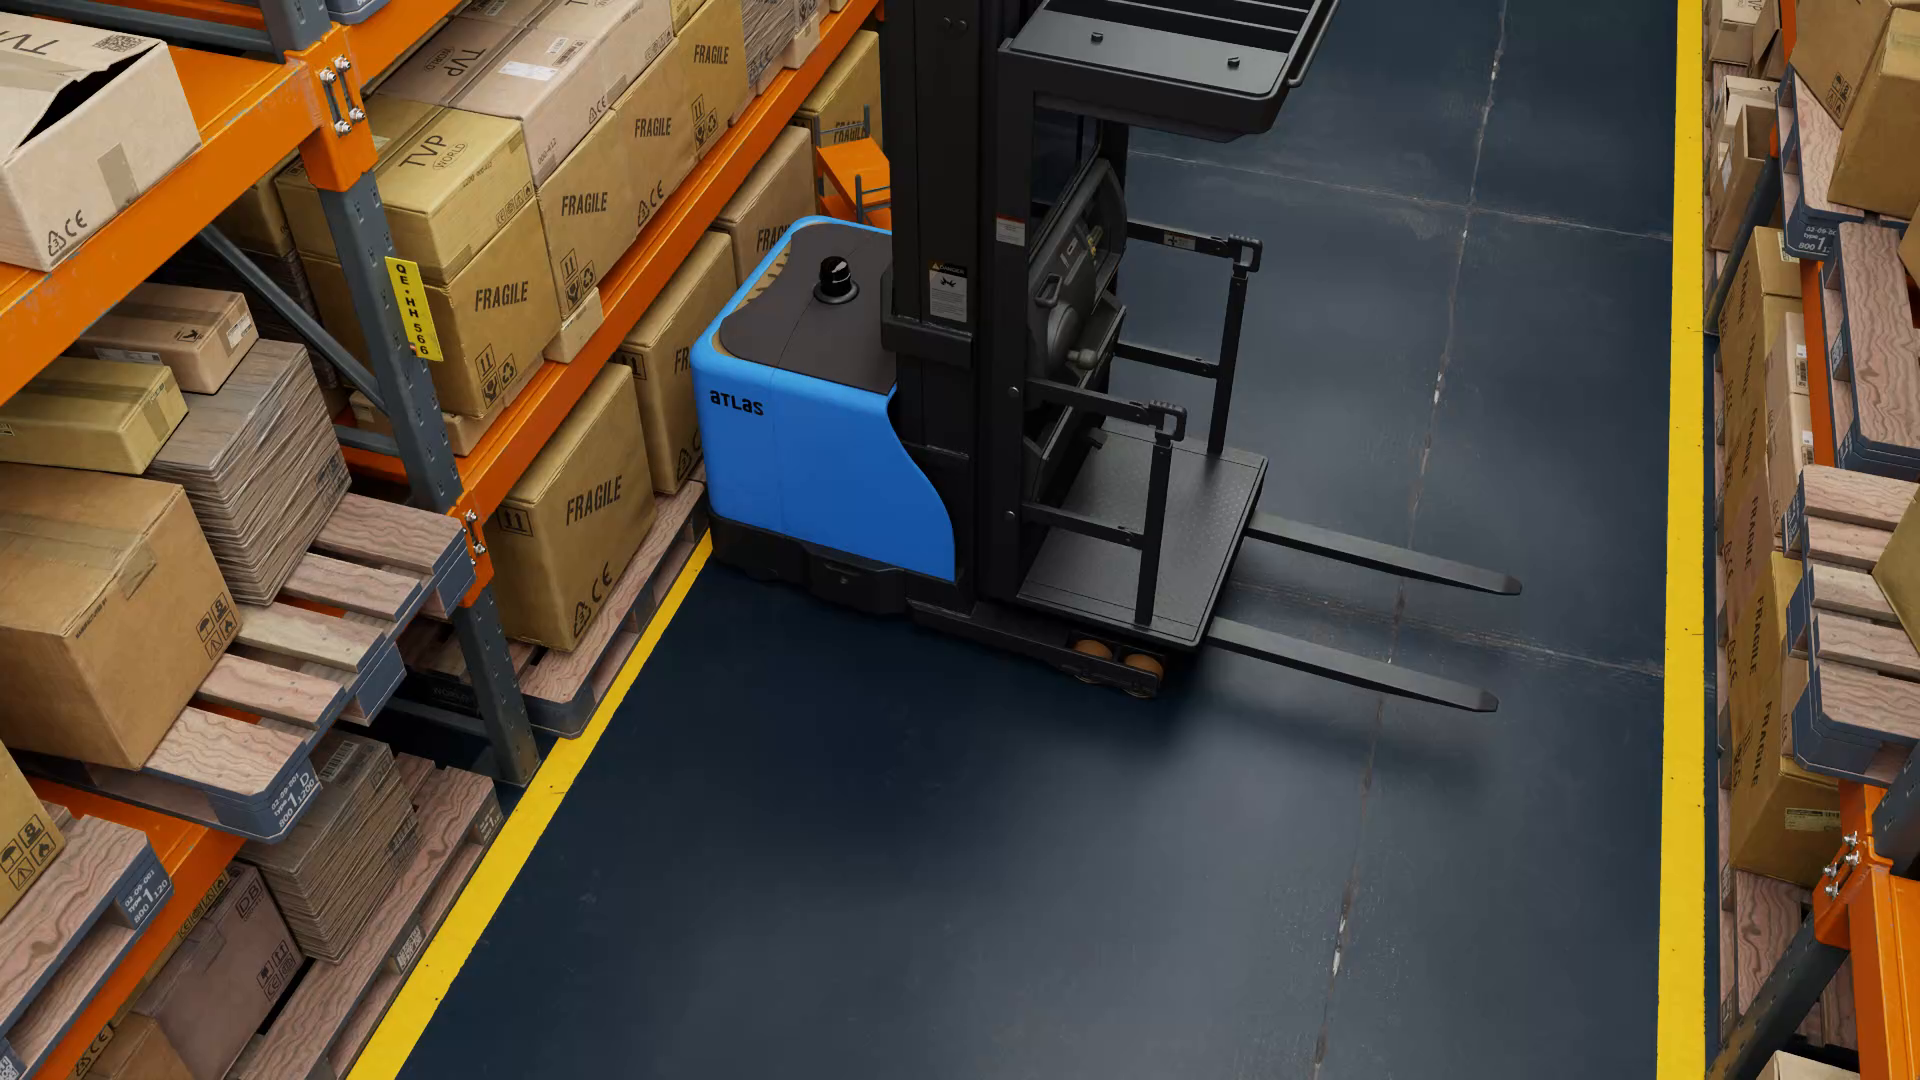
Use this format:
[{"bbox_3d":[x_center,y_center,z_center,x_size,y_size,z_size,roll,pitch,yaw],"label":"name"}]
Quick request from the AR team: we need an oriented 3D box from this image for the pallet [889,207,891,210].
[{"bbox_3d":[-0.938,-1.479,8.111,1.003,0.211,1.213,13,46,13],"label":"pallet"}]

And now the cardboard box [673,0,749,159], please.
[{"bbox_3d":[-1.127,-1.785,6.131,0.500,0.500,0.500,14,46,14],"label":"cardboard box"}]

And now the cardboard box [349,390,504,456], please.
[{"bbox_3d":[-1.667,-0.428,5.208,0.380,0.149,0.250,12,46,12],"label":"cardboard box"}]

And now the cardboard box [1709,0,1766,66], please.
[{"bbox_3d":[4.420,-2.831,9.150,0.500,0.250,0.500,13,46,13],"label":"cardboard box"}]

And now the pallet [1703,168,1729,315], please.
[{"bbox_3d":[4.155,-1.420,8.051,1.003,0.211,1.213,13,46,13],"label":"pallet"}]

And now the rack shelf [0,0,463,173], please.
[{"bbox_3d":[-1.381,-2.488,5.517,1.077,0.370,4.000,13,46,13],"label":"rack shelf"}]

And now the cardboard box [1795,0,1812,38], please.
[{"bbox_3d":[3.853,-2.383,6.969,0.500,0.500,0.500,13,46,13],"label":"cardboard box"}]

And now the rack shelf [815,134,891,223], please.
[{"bbox_3d":[-0.393,-1.461,6.823,0.258,0.148,0.480,-17,47,-16],"label":"rack shelf"}]

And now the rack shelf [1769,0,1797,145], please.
[{"bbox_3d":[4.552,-3.035,8.222,1.077,0.370,4.000,13,46,13],"label":"rack shelf"}]

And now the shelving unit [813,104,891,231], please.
[{"bbox_3d":[-0.393,-1.180,7.098,0.258,1.200,0.503,-17,47,-16],"label":"shelving unit"}]

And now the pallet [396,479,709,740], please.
[{"bbox_3d":[-1.677,0.147,6.449,1.003,0.211,1.213,13,46,13],"label":"pallet"}]

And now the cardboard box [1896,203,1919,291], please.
[{"bbox_3d":[3.470,-0.955,5.209,0.700,0.500,0.500,2,44,2],"label":"cardboard box"}]

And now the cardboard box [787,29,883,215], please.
[{"bbox_3d":[-0.849,-1.927,7.811,0.750,0.750,0.750,13,46,13],"label":"cardboard box"}]

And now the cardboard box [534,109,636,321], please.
[{"bbox_3d":[-1.429,-1.106,5.437,0.500,0.500,0.500,14,46,14],"label":"cardboard box"}]

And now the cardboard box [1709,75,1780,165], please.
[{"bbox_3d":[4.076,-2.095,8.355,0.500,0.311,0.500,13,46,13],"label":"cardboard box"}]

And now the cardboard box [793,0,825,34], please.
[{"bbox_3d":[-0.820,-2.452,6.813,0.500,0.500,0.500,13,46,13],"label":"cardboard box"}]

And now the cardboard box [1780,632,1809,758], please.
[{"bbox_3d":[2.808,0.463,5.068,0.500,0.250,0.500,14,46,14],"label":"cardboard box"}]

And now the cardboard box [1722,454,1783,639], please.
[{"bbox_3d":[3.105,0.074,6.002,0.500,0.500,0.500,11,45,11],"label":"cardboard box"}]

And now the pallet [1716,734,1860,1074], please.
[{"bbox_3d":[2.997,1.214,5.359,1.003,0.211,1.213,13,46,13],"label":"pallet"}]

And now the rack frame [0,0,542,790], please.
[{"bbox_3d":[-1.987,-0.340,4.953,1.000,3.000,0.127,13,46,13],"label":"rack frame"}]

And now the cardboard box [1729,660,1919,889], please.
[{"bbox_3d":[2.795,0.770,5.291,0.500,0.500,0.500,14,46,14],"label":"cardboard box"}]

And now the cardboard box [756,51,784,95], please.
[{"bbox_3d":[-0.945,-1.964,6.778,0.380,0.149,0.250,13,46,13],"label":"cardboard box"}]

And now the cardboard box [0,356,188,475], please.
[{"bbox_3d":[-2.146,-0.311,4.073,0.380,0.149,0.250,6,45,6],"label":"cardboard box"}]

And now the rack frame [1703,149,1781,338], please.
[{"bbox_3d":[3.946,-1.959,6.608,1.000,3.000,0.127,13,46,13],"label":"rack frame"}]

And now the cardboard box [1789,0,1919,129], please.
[{"bbox_3d":[3.590,-1.877,6.152,0.700,0.500,0.500,-1,44,-1],"label":"cardboard box"}]

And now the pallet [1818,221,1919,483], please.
[{"bbox_3d":[3.320,-0.522,5.276,1.003,0.211,1.213,13,46,13],"label":"pallet"}]

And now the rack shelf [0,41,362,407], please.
[{"bbox_3d":[-2.593,0.178,2.793,1.077,0.370,4.000,13,46,13],"label":"rack shelf"}]

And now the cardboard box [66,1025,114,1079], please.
[{"bbox_3d":[-2.539,1.330,4.183,0.500,0.250,0.500,12,46,12],"label":"cardboard box"}]

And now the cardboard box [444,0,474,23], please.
[{"bbox_3d":[-1.778,-1.800,5.610,0.500,0.250,0.500,11,46,11],"label":"cardboard box"}]

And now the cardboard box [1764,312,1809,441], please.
[{"bbox_3d":[3.265,-0.554,6.108,0.500,0.250,0.500,13,46,13],"label":"cardboard box"}]

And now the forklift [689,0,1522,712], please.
[{"bbox_3d":[0.585,-0.889,5.562,3.031,2.935,1.130,15,46,15],"label":"forklift"}]

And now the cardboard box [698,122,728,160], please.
[{"bbox_3d":[-1.126,-1.626,6.432,0.380,0.149,0.250,14,46,14],"label":"cardboard box"}]

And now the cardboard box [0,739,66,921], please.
[{"bbox_3d":[-2.476,0.618,3.588,0.700,0.500,0.500,13,46,13],"label":"cardboard box"}]

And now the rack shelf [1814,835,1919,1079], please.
[{"bbox_3d":[2.129,2.297,2.772,1.077,0.370,4.000,13,46,13],"label":"rack shelf"}]

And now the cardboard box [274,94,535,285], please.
[{"bbox_3d":[-1.595,-1.024,4.817,0.500,0.250,0.500,14,46,13],"label":"cardboard box"}]

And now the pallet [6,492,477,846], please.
[{"bbox_3d":[-2.101,0.226,4.511,1.213,0.211,1.003,13,46,13],"label":"pallet"}]

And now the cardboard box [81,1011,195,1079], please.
[{"bbox_3d":[-2.546,1.543,4.501,0.700,0.500,0.500,12,46,12],"label":"cardboard box"}]

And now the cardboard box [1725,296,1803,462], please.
[{"bbox_3d":[3.417,-0.594,6.686,0.500,0.500,0.500,13,46,13],"label":"cardboard box"}]

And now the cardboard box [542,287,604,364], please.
[{"bbox_3d":[-1.421,-0.753,5.540,0.380,0.149,0.250,14,46,14],"label":"cardboard box"}]

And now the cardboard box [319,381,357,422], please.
[{"bbox_3d":[-2.133,-0.529,5.311,0.380,0.149,0.250,13,46,13],"label":"cardboard box"}]

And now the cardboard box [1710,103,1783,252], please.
[{"bbox_3d":[3.849,-1.663,7.778,0.500,0.500,0.500,13,46,13],"label":"cardboard box"}]

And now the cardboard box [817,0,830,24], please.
[{"bbox_3d":[-0.784,-2.302,7.123,0.380,0.149,0.250,14,46,14],"label":"cardboard box"}]

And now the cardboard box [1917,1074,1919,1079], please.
[{"bbox_3d":[2.280,1.294,3.347,0.500,0.311,0.500,12,46,12],"label":"cardboard box"}]

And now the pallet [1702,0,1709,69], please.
[{"bbox_3d":[4.894,-3.047,9.713,1.003,0.211,1.213,13,46,13],"label":"pallet"}]

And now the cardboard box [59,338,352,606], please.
[{"bbox_3d":[-2.120,-0.217,4.441,0.700,0.500,0.500,8,45,8],"label":"cardboard box"}]

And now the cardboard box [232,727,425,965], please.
[{"bbox_3d":[-2.155,0.887,5.171,0.700,0.500,0.500,13,46,13],"label":"cardboard box"}]

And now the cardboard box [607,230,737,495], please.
[{"bbox_3d":[-1.368,-0.767,6.625,0.750,0.750,0.750,12,46,12],"label":"cardboard box"}]

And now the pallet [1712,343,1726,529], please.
[{"bbox_3d":[3.736,-0.413,7.021,1.003,0.211,1.213,13,46,13],"label":"pallet"}]

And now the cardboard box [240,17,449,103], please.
[{"bbox_3d":[-1.937,-1.459,5.261,0.500,0.250,0.500,11,45,11],"label":"cardboard box"}]

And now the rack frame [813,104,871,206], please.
[{"bbox_3d":[-0.488,-1.337,7.259,0.240,1.200,0.015,-17,47,-16],"label":"rack frame"}]
